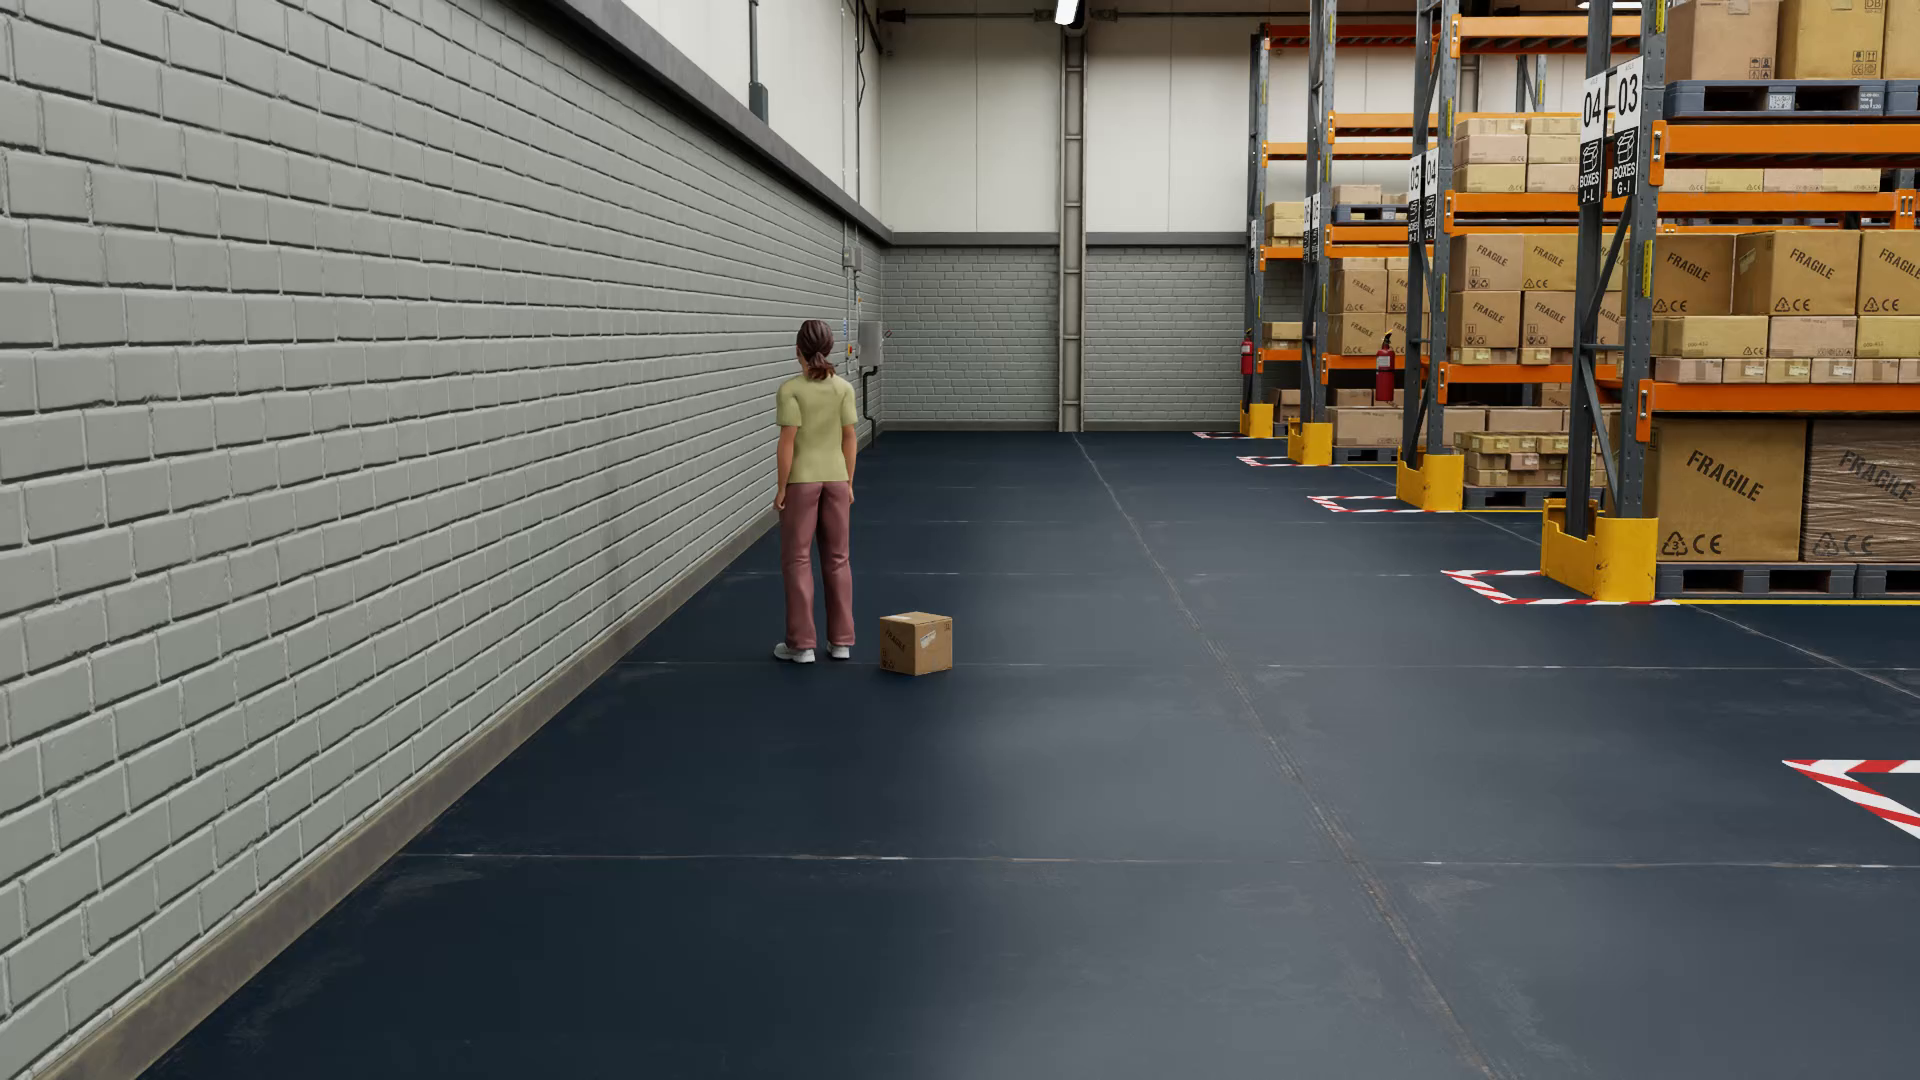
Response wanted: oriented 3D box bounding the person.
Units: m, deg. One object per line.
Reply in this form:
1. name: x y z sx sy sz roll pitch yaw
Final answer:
1. person: -0.718 -0.238 8.149 0.426 1.671 0.389 -4 8 -28
